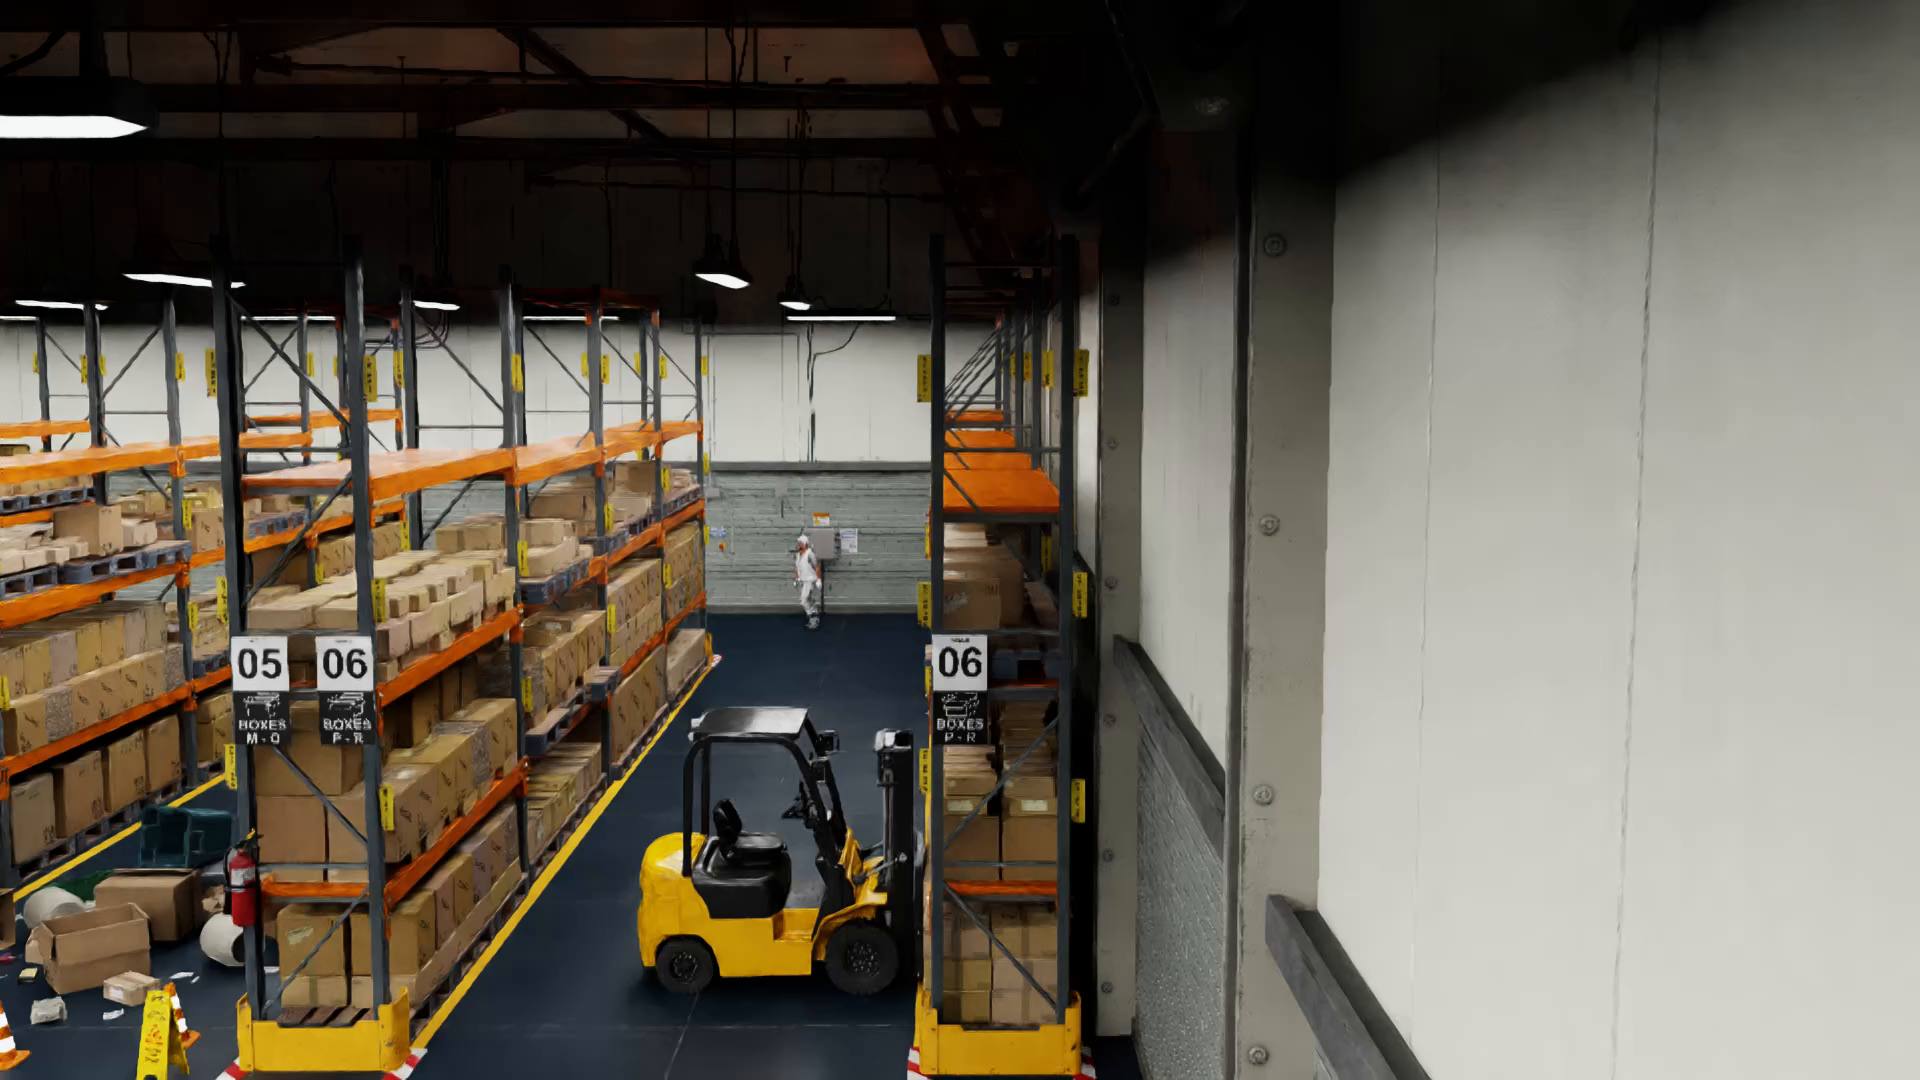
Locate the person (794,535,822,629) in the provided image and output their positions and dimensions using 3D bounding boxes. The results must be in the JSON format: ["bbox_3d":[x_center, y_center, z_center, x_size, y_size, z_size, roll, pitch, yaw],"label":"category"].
[{"bbox_3d":[-2.885,0.788,31.513,0.489,1.773,0.640,-5,8,-37],"label":"person"}]
